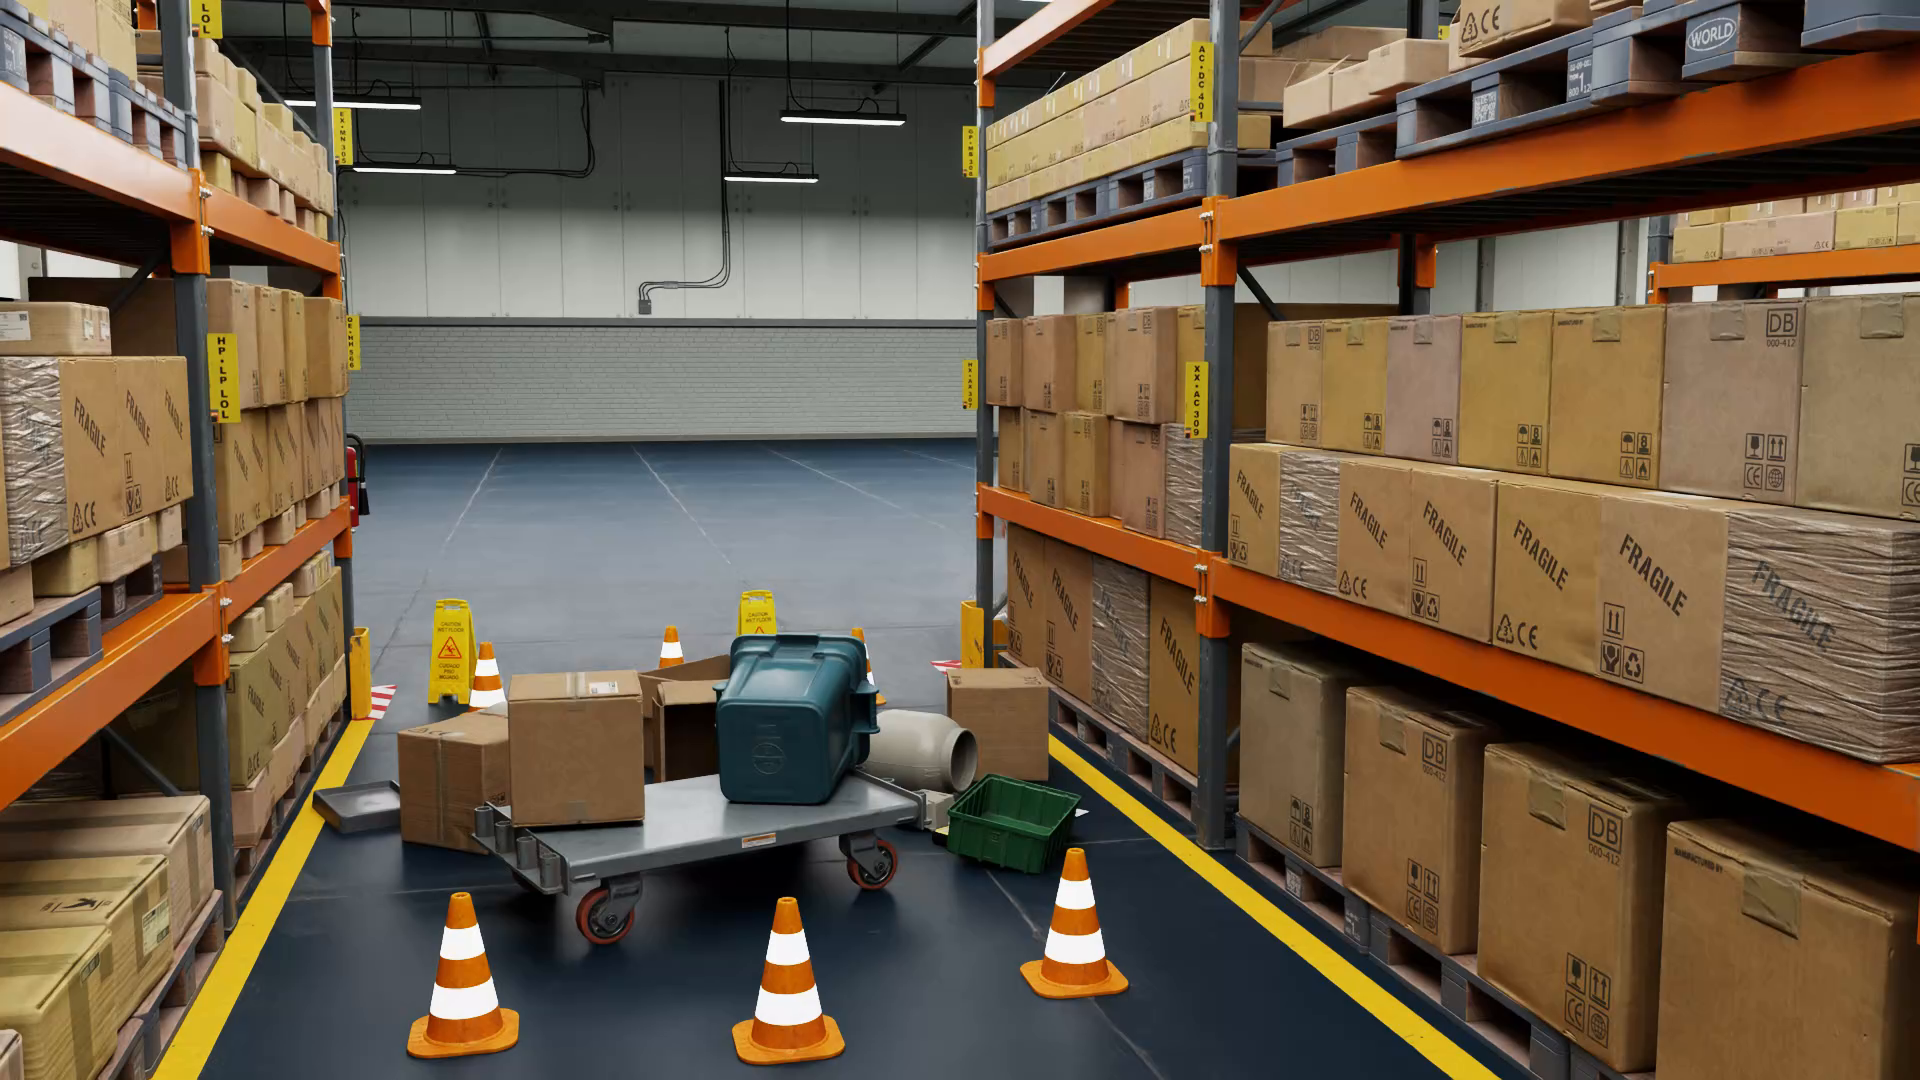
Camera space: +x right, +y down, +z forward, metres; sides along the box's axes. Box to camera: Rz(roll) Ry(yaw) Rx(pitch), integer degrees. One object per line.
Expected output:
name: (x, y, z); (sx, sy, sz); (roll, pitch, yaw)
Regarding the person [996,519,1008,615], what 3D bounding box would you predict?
person: (0.607, -0.155, 13.769); (0.438, 1.546, 0.923); (6, 9, 44)
